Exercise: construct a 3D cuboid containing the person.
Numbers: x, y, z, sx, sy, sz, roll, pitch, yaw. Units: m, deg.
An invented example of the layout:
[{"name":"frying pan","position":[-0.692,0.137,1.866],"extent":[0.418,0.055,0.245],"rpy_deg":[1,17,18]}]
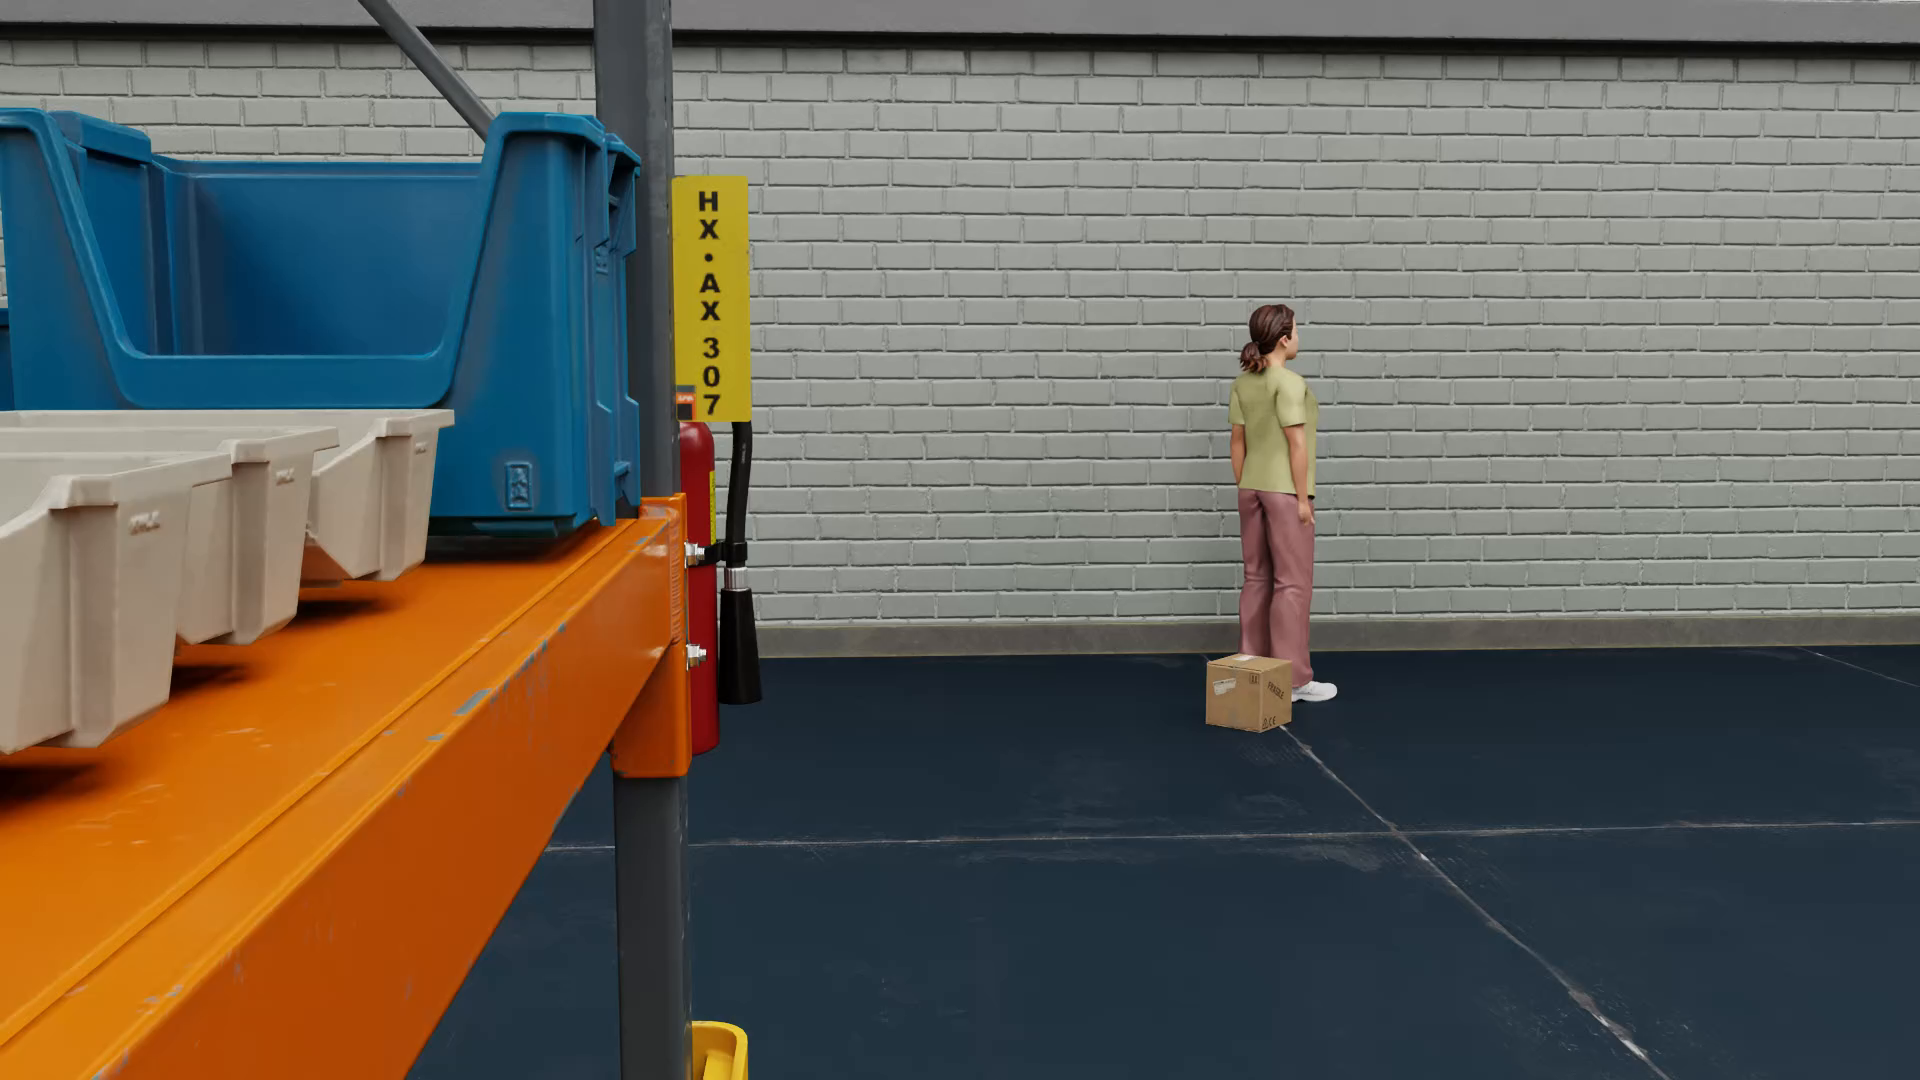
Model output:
[{"name":"person","position":[1.351,-0.160,7.080],"extent":[0.382,1.671,0.430],"rpy_deg":[-4,8,-33]}]
